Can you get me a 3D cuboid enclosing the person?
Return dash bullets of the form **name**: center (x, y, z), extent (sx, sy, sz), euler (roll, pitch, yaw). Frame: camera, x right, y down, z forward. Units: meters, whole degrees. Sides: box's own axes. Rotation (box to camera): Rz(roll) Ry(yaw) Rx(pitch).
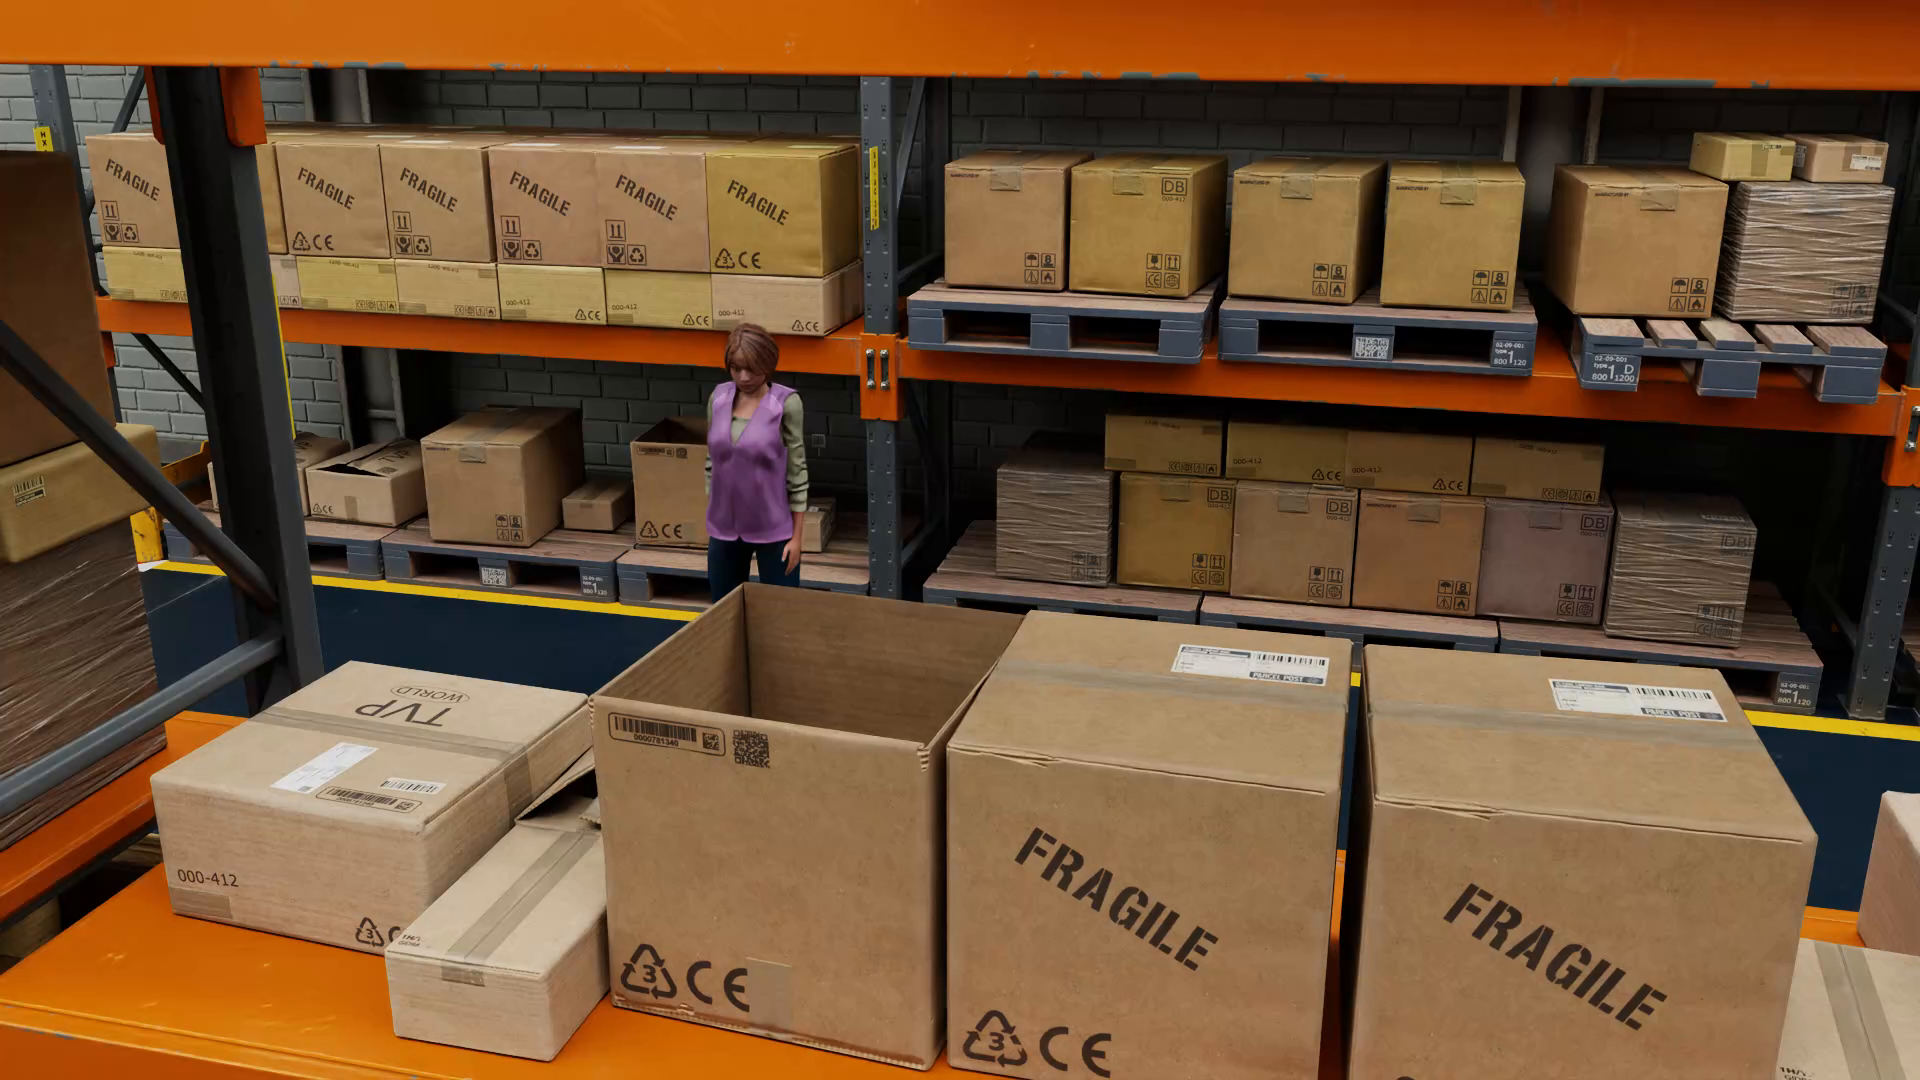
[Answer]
- **person**: center (-0.741, -0.006, 6.127), extent (0.407, 1.580, 0.299), euler (5, 19, 15)
